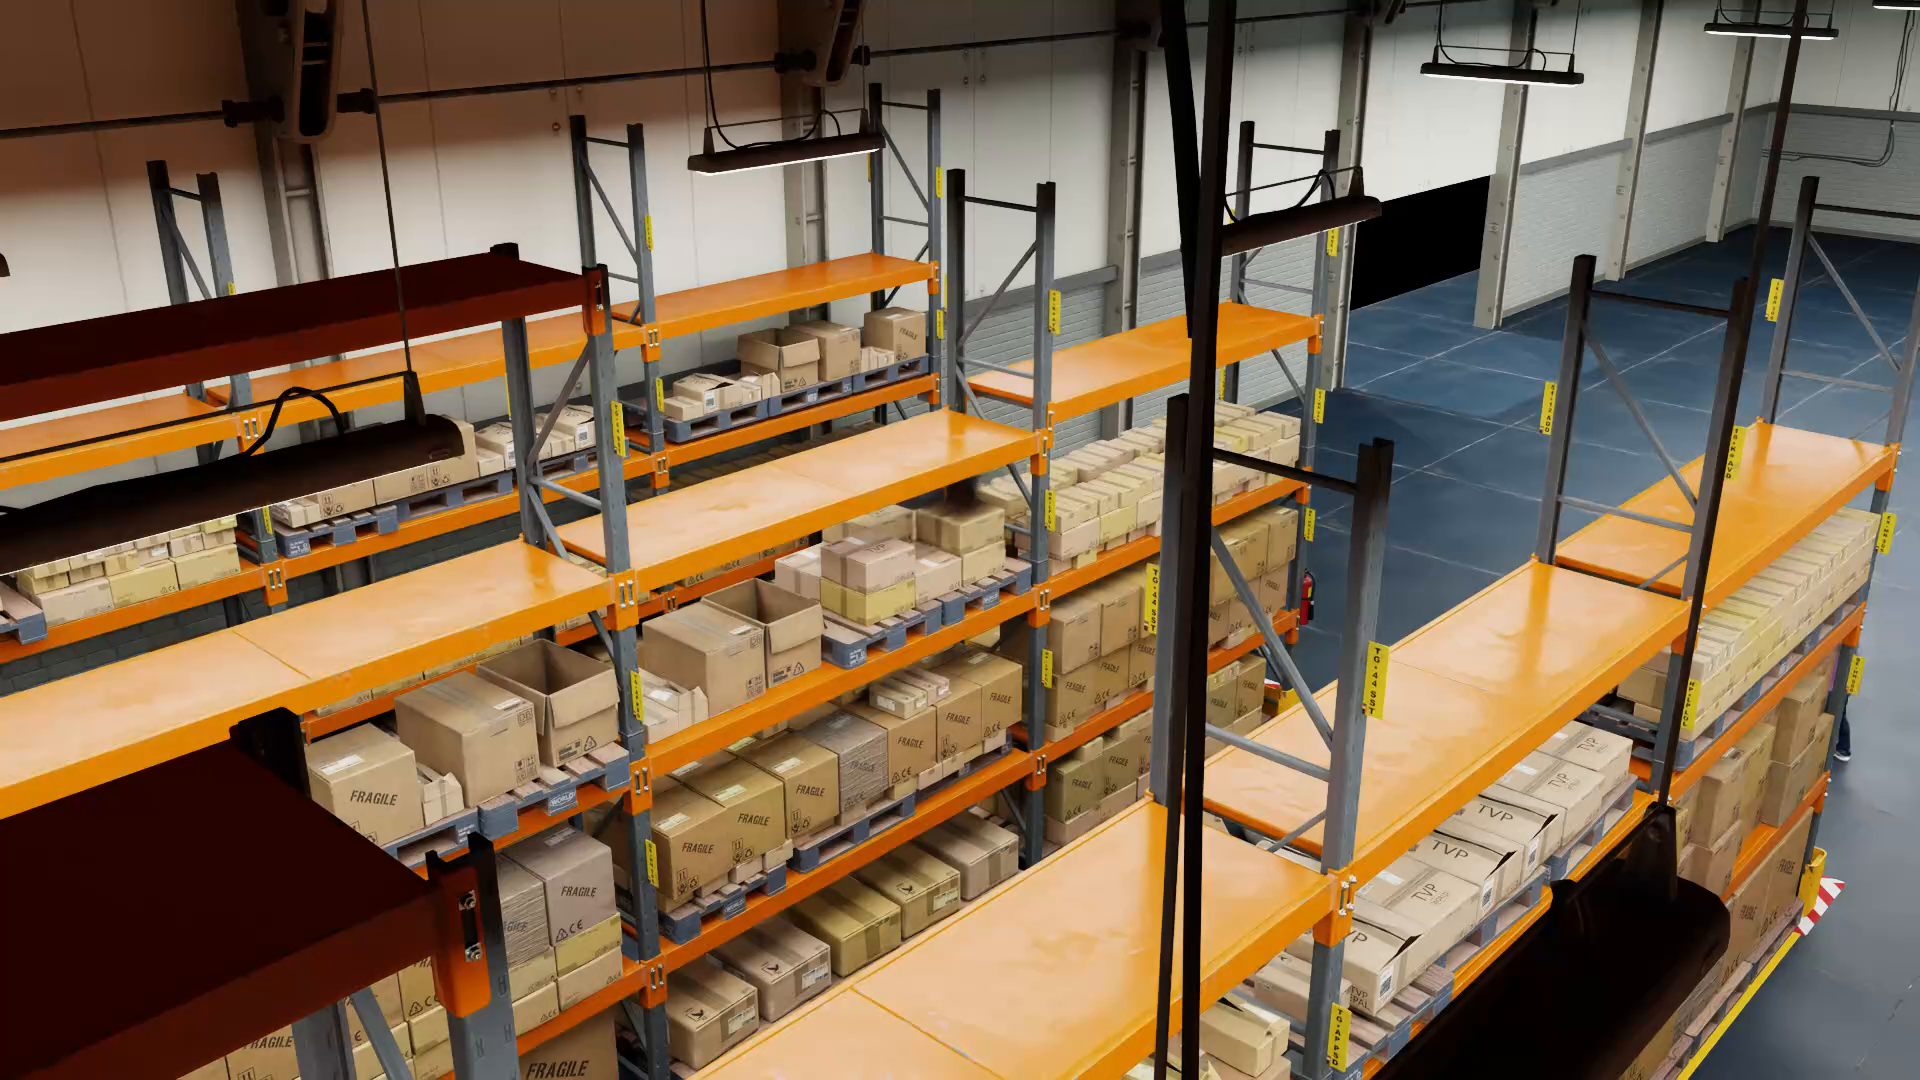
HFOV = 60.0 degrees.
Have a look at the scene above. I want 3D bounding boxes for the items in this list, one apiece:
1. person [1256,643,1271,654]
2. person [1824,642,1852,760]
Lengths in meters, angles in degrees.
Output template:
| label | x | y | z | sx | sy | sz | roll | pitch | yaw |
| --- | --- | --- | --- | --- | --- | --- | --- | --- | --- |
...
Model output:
| label | x | y | z | sx | sy | sz | roll | pitch | yaw |
| --- | --- | --- | --- | --- | --- | --- | --- | --- | --- |
| person | 3.336 | 0.444 | 18.588 | 0.522 | 1.706 | 0.508 | -11 | 24 | -26 |
| person | 8.434 | 1.435 | 16.127 | 0.590 | 1.595 | 0.558 | 14 | 25 | 32 |
